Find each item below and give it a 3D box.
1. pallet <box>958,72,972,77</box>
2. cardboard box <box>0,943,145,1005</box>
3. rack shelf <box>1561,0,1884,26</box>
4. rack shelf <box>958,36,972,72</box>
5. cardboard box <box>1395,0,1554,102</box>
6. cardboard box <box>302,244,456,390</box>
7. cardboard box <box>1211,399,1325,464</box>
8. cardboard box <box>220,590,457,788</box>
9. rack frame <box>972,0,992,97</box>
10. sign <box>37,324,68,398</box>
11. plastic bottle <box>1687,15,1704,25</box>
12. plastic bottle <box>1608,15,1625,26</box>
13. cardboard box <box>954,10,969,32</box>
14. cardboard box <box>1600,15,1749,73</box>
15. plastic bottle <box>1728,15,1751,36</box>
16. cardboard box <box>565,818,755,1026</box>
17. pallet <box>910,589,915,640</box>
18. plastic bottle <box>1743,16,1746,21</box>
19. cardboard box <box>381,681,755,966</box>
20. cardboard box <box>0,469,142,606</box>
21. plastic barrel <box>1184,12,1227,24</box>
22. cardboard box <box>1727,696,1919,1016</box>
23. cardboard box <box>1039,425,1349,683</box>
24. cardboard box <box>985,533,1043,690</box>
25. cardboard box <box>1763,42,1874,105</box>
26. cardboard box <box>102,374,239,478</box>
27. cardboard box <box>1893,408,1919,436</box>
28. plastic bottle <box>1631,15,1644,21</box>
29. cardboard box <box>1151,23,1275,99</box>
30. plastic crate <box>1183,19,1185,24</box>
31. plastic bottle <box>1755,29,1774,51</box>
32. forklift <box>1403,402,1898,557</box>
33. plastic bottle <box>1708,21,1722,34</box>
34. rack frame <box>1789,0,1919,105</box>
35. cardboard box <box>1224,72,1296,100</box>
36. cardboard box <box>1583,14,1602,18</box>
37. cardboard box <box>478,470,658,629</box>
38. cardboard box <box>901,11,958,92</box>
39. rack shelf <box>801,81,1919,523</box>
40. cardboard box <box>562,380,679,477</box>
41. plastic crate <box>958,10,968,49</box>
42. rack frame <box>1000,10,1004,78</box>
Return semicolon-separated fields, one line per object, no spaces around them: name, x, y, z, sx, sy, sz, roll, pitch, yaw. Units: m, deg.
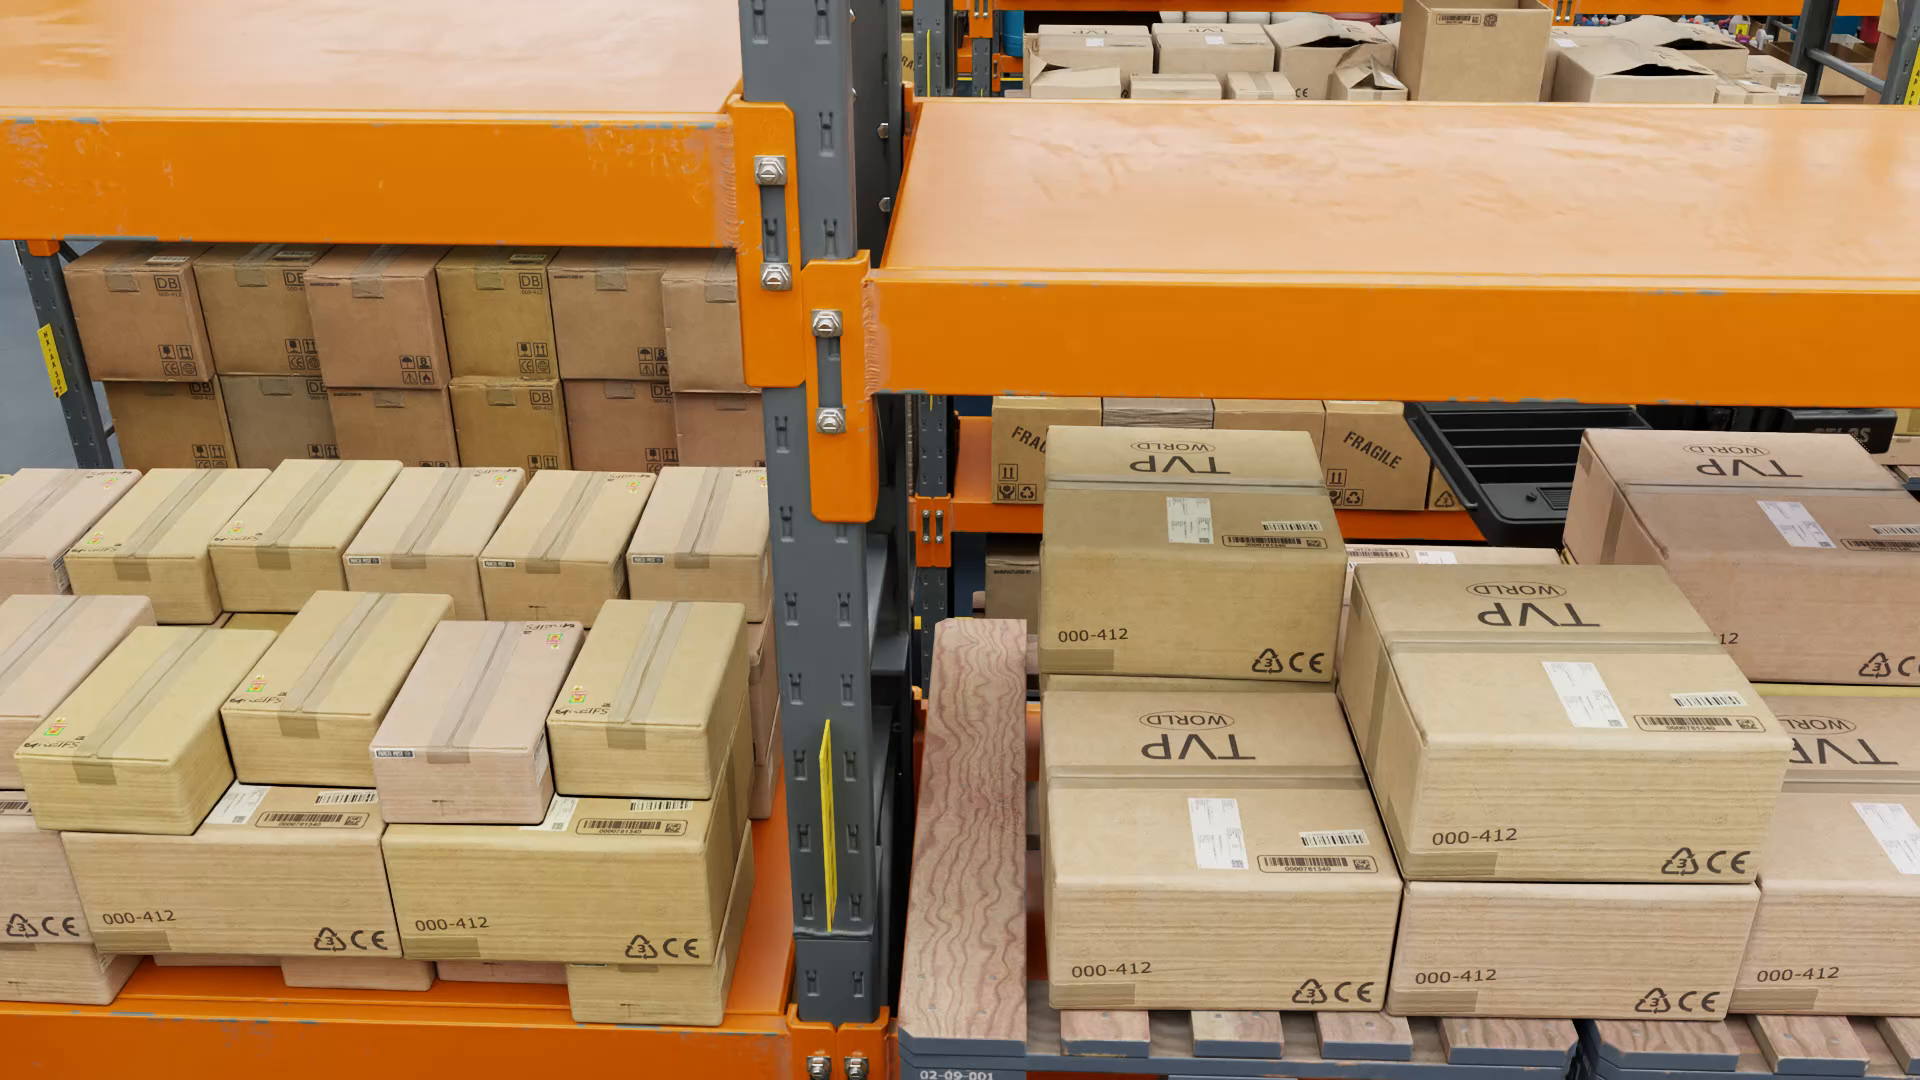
pallet;-0.274;-6.348;22.000;1.213;0.211;1.003;1;28;2
cardboard box;-1.538;0.627;2.929;0.250;0.149;0.380;2;28;3
rack shelf;6.162;-3.819;11.817;4.000;0.370;1.077;1;28;2
rack shelf;-1.658;-4.944;17.143;4.000;0.370;1.077;1;28;2
cardboard box;2.140;-2.022;6.996;0.500;0.500;0.500;1;28;2
cardboard box;-2.631;-1.137;7.880;0.550;0.550;0.875;1;28;2
cardboard box;1.410;-0.483;7.851;0.500;0.500;0.500;1;28;2
cardboard box;-1.028;0.244;2.802;0.250;0.149;0.380;2;28;3
rack frame;0.166;-2.911;12.538;0.127;3.000;1.000;1;28;2
sign;-4.134;-0.815;7.575;0.005;0.325;0.100;1;28;2
plastic bottle;7.521;-5.234;17.054;0.135;0.276;0.152;1;28;2
plastic bottle;6.729;-5.247;17.078;0.135;0.276;0.152;1;28;2
cardboard box;0.067;-7.004;21.946;0.500;0.500;0.500;1;28;2
cardboard box;3.171;-2.155;7.451;0.500;0.311;0.500;1;28;2
plastic bottle;7.955;-5.233;16.972;0.185;0.351;0.144;1;28;2
cardboard box;-0.511;0.651;2.884;0.250;0.149;0.380;1;28;2
pallet;-0.868;0.592;8.908;1.213;0.211;1.003;1;28;2
plastic bottle;7.984;-5.251;17.078;0.133;0.283;0.061;1;28;2
cardboard box;-0.637;0.456;2.827;0.500;0.250;0.500;1;28;1
cardboard box;-1.791;0.007;3.248;0.250;0.149;0.380;1;28;1
plastic barrel;2.454;-5.151;16.620;0.433;0.535;0.433;0;28;0
cardboard box;1.396;0.486;2.639;0.500;0.250;0.500;1;28;1
cardboard box;0.400;0.012;2.999;0.500;0.250;0.500;2;28;3
cardboard box;0.513;0.186;8.651;0.750;0.750;1.050;1;28;2
cardboard box;6.215;-3.292;12.080;0.637;0.503;0.797;2;28;3
cardboard box;-3.736;-0.738;8.280;0.550;0.550;0.875;1;28;2
cardboard box;4.363;-0.629;7.736;0.250;0.149;0.380;2;28;4
plastic bottle;6.961;-5.243;17.071;0.135;0.276;0.152;1;28;2
cardboard box;1.131;-2.162;7.528;0.500;0.250;0.500;1;28;1
plastic crate;2.091;-5.239;17.156;0.662;0.188;0.450;1;28;2
plastic bottle;7.930;-4.897;16.418;0.135;0.276;0.152;1;28;2
forklift;2.075;0.592;6.003;3.031;2.935;1.130;-1;28;-2
plastic bottle;7.405;-4.937;16.414;0.185;0.351;0.144;1;28;2
rack frame;3.887;-3.175;6.632;0.127;3.000;1.000;1;28;2
cardboard box;1.281;-1.890;7.123;0.250;0.149;0.380;1;28;2
cardboard box;8.039;-6.627;21.749;0.500;0.500;0.500;0;28;-1
cardboard box;-0.748;0.013;3.238;0.250;0.149;0.380;2;28;3
cardboard box;-0.275;-3.655;12.450;0.500;0.500;0.500;1;28;2
rack shelf;1.815;-0.395;2.583;4.000;0.370;1.077;1;28;2
cardboard box;-1.566;-0.720;8.246;0.550;0.550;0.875;1;28;2
plastic crate;-0.178;-5.270;17.055;0.504;0.338;0.767;1;28;2
rack frame;0.519;-7.548;21.285;0.127;3.000;1.000;1;28;2
